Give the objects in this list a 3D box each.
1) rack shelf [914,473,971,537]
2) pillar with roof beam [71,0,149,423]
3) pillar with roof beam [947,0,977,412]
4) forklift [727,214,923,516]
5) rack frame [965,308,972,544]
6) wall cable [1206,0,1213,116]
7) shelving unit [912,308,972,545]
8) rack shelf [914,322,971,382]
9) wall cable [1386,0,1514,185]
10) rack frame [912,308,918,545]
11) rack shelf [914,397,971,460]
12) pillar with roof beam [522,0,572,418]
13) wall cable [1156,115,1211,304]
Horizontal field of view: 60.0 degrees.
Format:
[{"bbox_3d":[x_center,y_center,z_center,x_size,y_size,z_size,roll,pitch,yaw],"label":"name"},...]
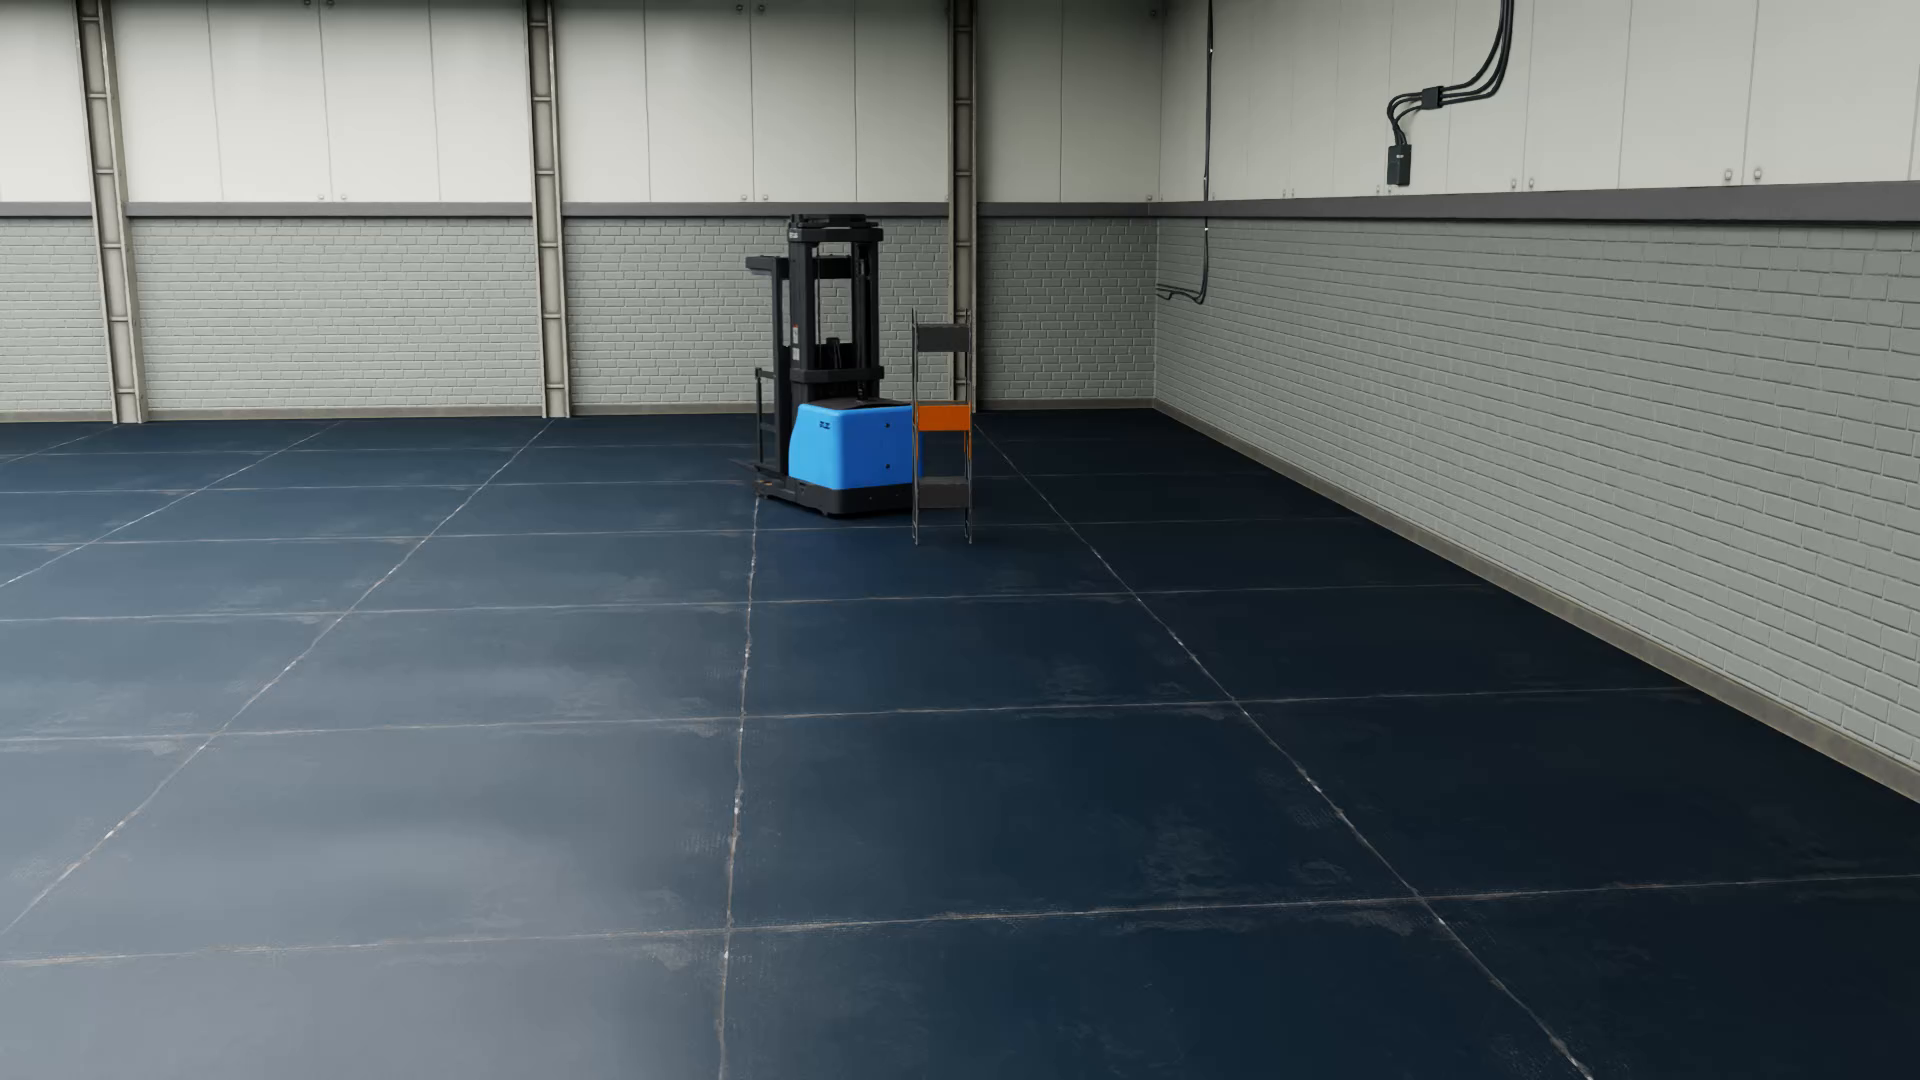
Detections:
[{"bbox_3d":[-0.165,-0.327,15.168,0.480,0.518,0.431,-1,11,-6],"label":"rack shelf"},{"bbox_3d":[-11.433,-5.286,18.810,0.400,9.000,9.100,-1,11,-6],"label":"pillar with roof beam"},{"bbox_3d":[0.497,-5.536,20.082,0.400,9.000,9.100,-1,11,-6],"label":"pillar with roof beam"},{"bbox_3d":[-1.545,-1.913,17.382,1.130,2.935,3.031,-7,13,-31],"label":"forklift"},{"bbox_3d":[0.078,-1.032,15.056,0.015,2.100,0.400,-1,11,-6],"label":"rack frame"},{"bbox_3d":[3.396,-6.605,20.477,0.112,2.526,3.097,-1,11,-6],"label":"wall cable"},{"bbox_3d":[-0.165,-1.027,15.030,0.503,2.100,0.431,-1,11,-6],"label":"shelving unit"},{"bbox_3d":[-0.165,-1.700,14.898,0.480,0.518,0.431,-1,11,-6],"label":"rack shelf"},{"bbox_3d":[4.113,-6.017,13.713,0.169,6.003,2.305,-1,11,-6],"label":"wall cable"},{"bbox_3d":[-0.407,-1.022,15.004,0.015,2.100,0.400,-1,11,-6],"label":"rack frame"},{"bbox_3d":[-0.165,-1.013,15.033,0.480,0.518,0.431,-1,11,-6],"label":"rack shelf"},{"bbox_3d":[-5.468,-5.411,19.446,0.400,9.000,9.100,-1,11,-6],"label":"pillar with roof beam"},{"bbox_3d":[3.104,-4.646,23.603,0.112,2.526,3.097,-1,11,-6],"label":"wall cable"}]
